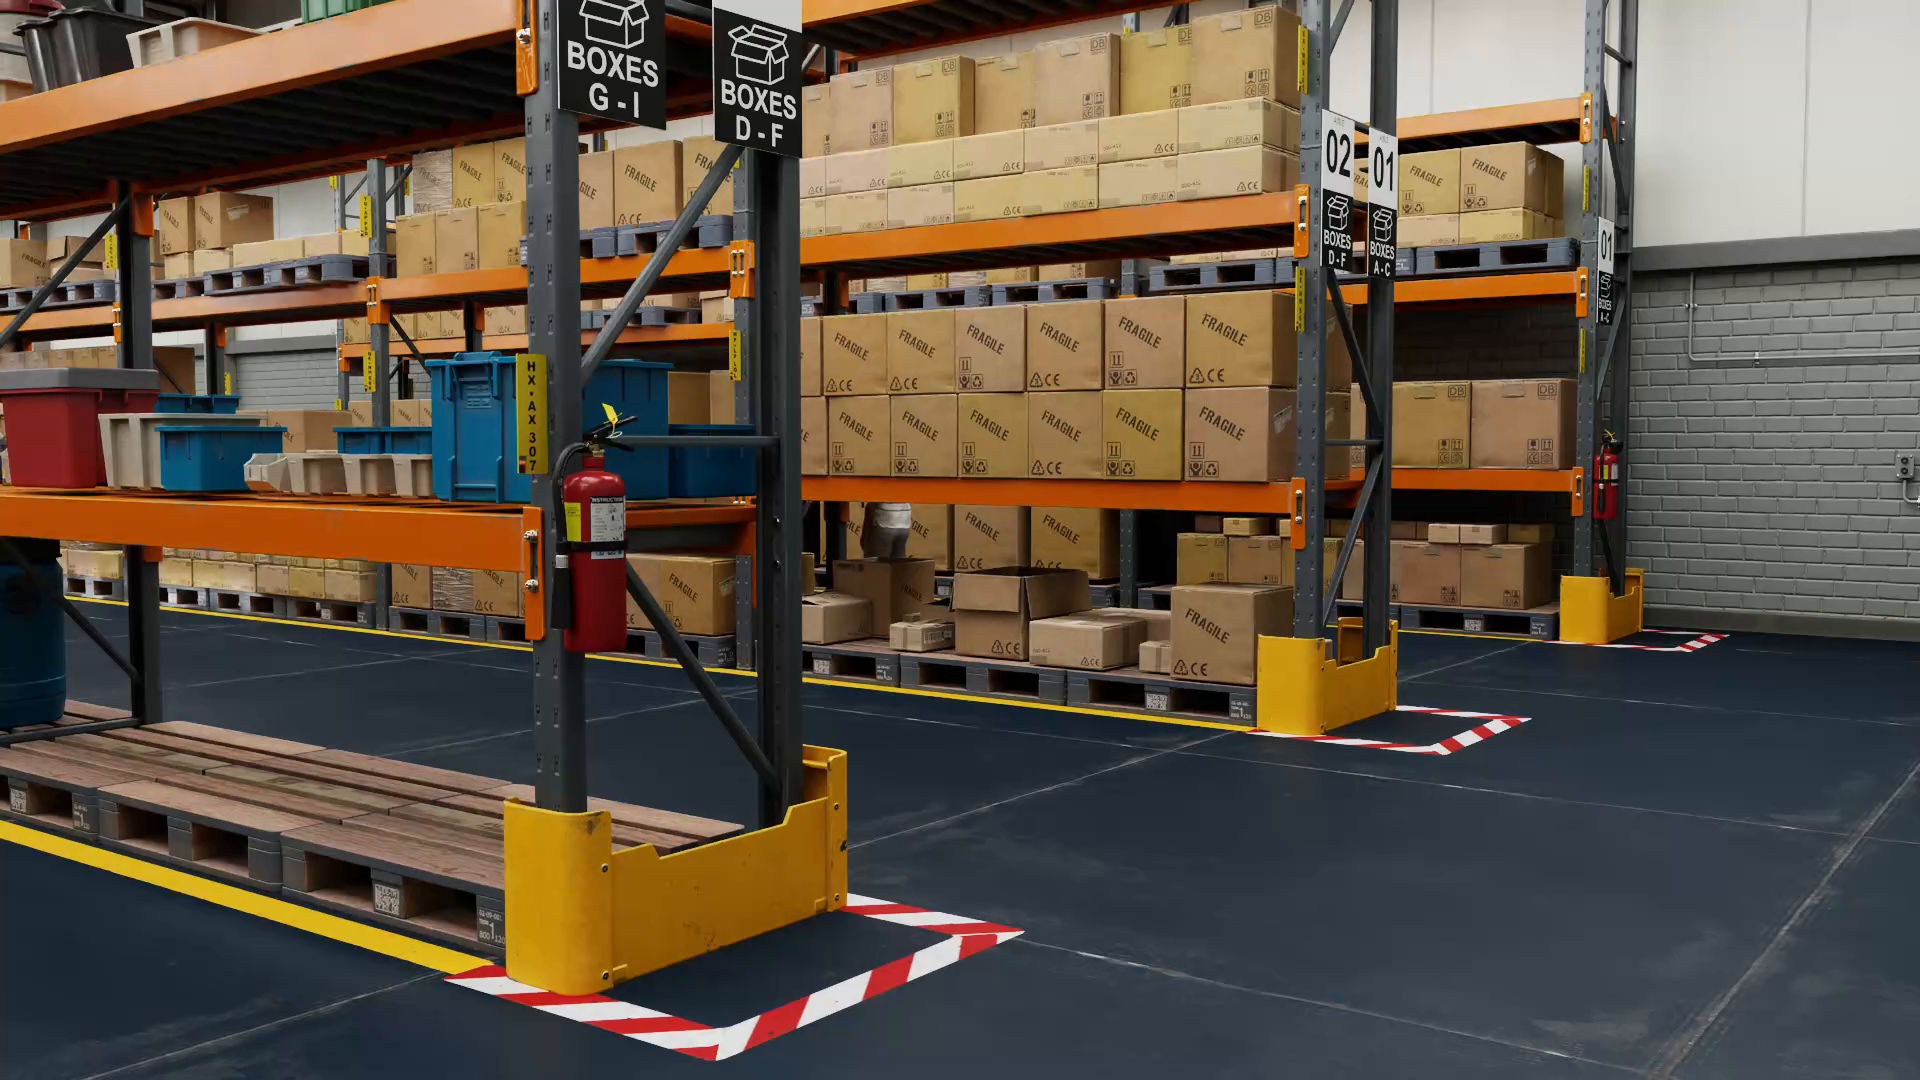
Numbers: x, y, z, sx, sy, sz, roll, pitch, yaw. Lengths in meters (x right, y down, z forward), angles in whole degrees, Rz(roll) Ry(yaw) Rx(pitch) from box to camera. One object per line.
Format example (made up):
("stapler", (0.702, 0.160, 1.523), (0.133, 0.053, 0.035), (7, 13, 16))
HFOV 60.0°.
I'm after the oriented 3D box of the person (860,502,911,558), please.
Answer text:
("person", (-0.590, -0.067, 12.839), (0.400, 1.657, 0.518), (2, 4, 33))
